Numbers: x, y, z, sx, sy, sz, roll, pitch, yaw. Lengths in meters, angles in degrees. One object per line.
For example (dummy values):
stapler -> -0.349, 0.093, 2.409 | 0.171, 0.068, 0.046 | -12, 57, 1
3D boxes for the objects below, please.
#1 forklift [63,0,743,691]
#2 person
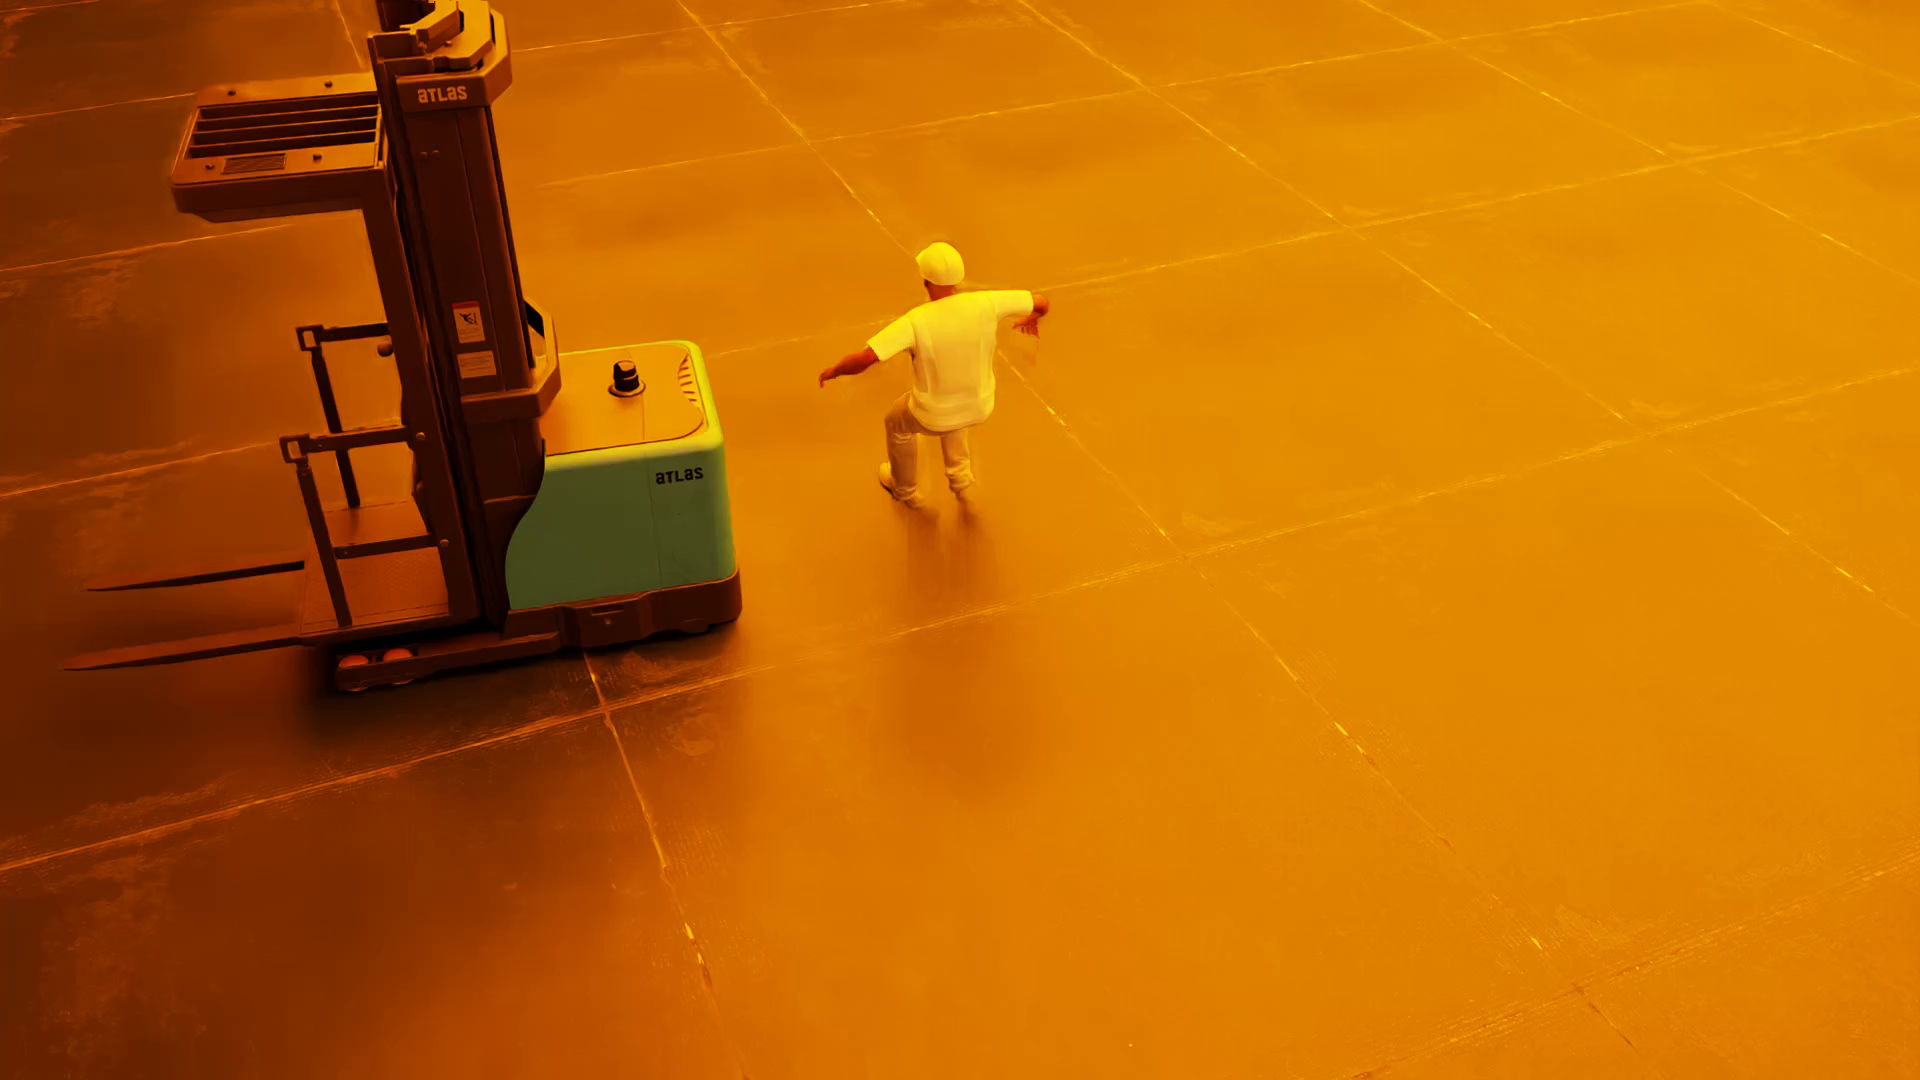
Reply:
forklift -> -2.625, -0.838, 7.277 | 3.031, 2.935, 1.130 | -8, 36, -12
person -> -0.163, -0.827, 8.409 | 1.170, 1.617, 0.800 | -12, 37, -17
